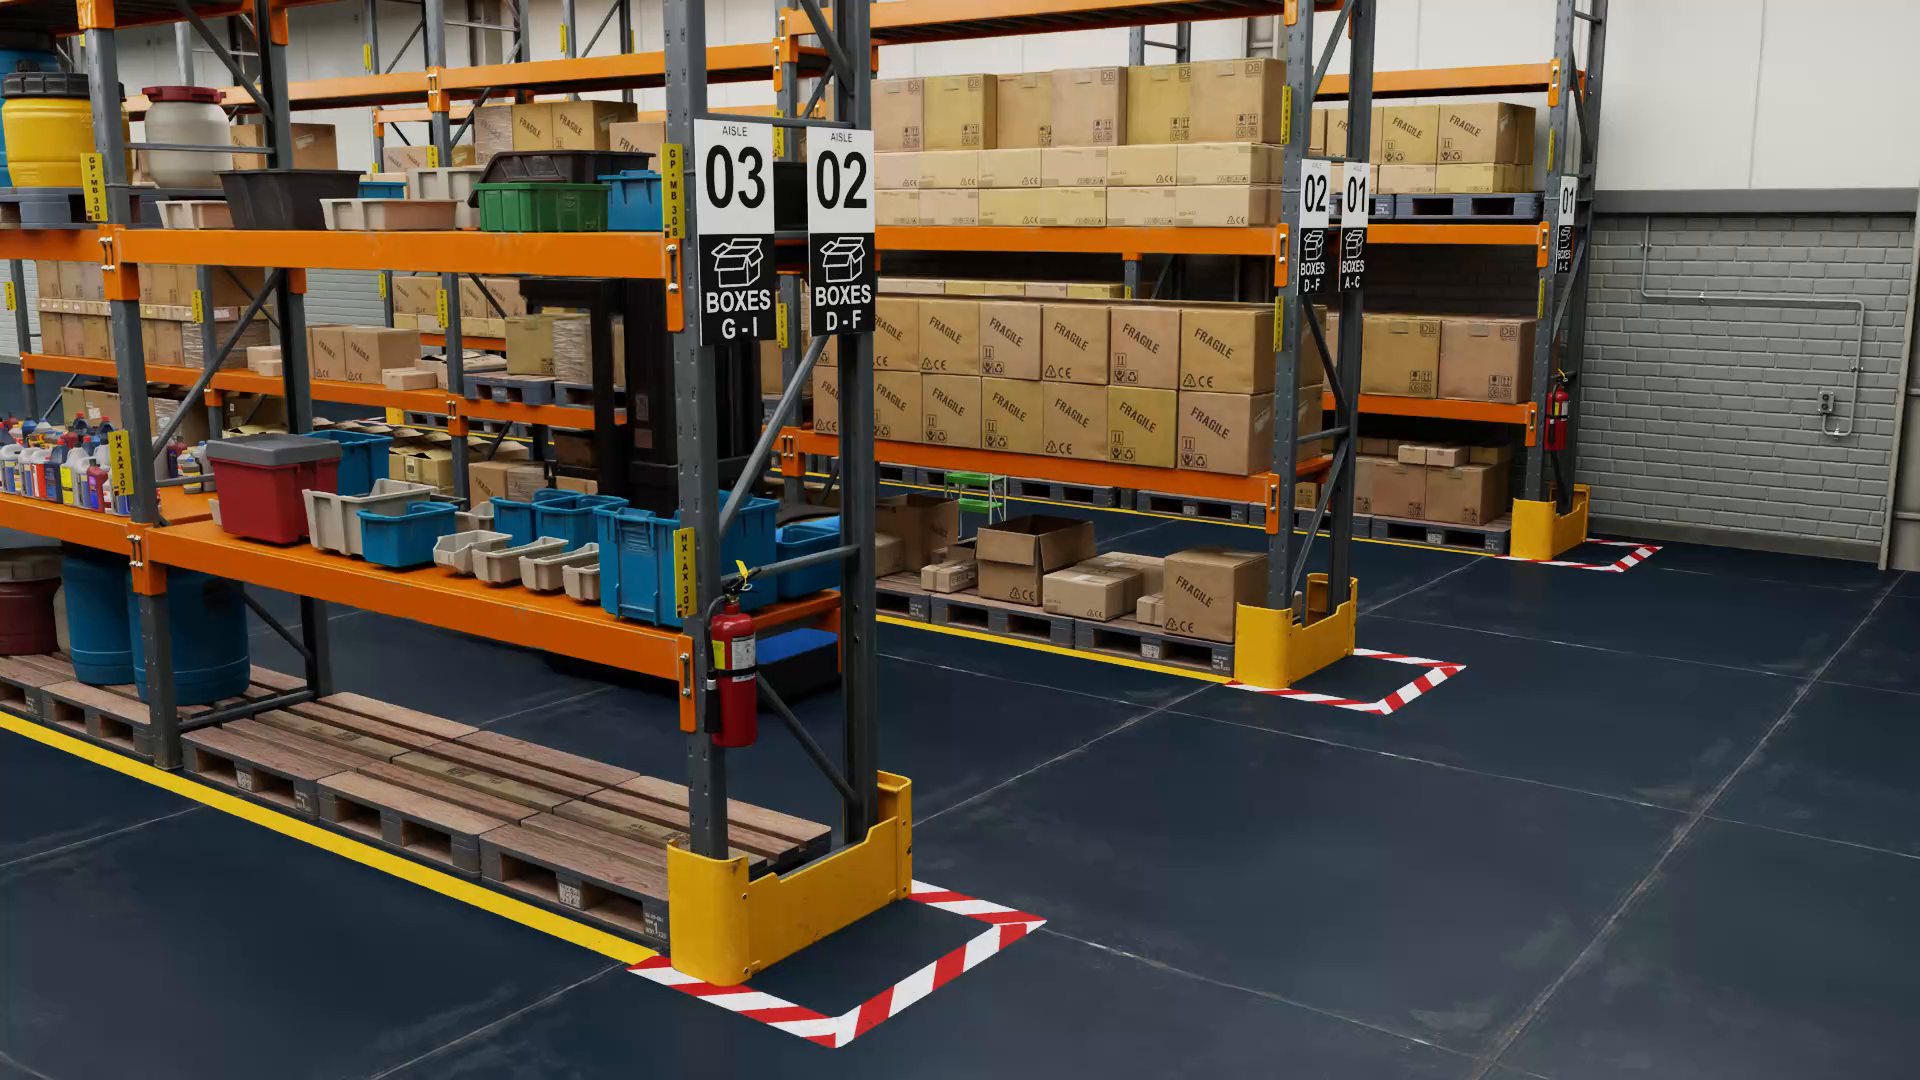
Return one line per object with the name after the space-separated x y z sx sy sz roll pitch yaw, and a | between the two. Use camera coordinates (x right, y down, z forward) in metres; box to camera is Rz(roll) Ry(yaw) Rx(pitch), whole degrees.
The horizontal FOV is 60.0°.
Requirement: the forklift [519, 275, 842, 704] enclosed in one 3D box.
-2.068 -0.652 10.681 3.031 2.935 1.130 8 13 35 | forklift

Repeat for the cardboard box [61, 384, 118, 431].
-9.949 -1.518 19.136 0.500 0.500 0.500 8 13 36 | cardboard box

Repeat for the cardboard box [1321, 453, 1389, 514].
3.739 -0.558 15.494 0.500 0.500 0.700 7 13 34 | cardboard box

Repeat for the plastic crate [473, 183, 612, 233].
-1.657 -1.323 6.629 0.336 0.188 0.450 8 13 36 | plastic crate

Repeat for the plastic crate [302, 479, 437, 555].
-2.795 -0.108 7.844 0.530 0.282 0.437 8 13 36 | plastic crate

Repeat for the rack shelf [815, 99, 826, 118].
0.335 -4.474 17.410 4.000 0.370 1.077 8 13 36 | rack shelf

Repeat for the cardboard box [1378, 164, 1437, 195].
4.003 -3.158 14.584 0.500 0.250 0.500 7 13 33 | cardboard box

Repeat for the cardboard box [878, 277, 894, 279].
-1.040 -2.782 18.440 0.500 0.250 0.500 8 14 37 | cardboard box

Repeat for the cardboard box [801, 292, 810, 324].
-1.662 -2.619 19.250 0.500 0.500 0.700 6 13 29 | cardboard box

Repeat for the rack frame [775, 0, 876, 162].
-0.982 -4.040 12.219 0.127 3.000 1.000 8 13 36 | rack frame

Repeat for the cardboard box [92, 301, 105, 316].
-9.426 -2.589 18.546 0.250 0.149 0.380 8 13 35 | cardboard box

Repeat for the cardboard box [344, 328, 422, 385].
-5.568 -1.779 16.066 0.500 0.500 0.500 7 13 33 | cardboard box

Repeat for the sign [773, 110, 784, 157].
-1.308 -2.929 11.976 0.005 0.325 0.100 8 13 36 | sign

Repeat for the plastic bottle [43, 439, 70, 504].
-5.001 -0.386 9.259 0.185 0.351 0.144 8 13 36 | plastic bottle

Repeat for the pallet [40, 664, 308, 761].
-4.514 0.939 9.618 1.213 0.211 1.003 8 13 36 | pallet

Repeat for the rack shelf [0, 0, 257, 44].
-5.529 -2.957 9.570 4.000 0.370 1.077 8 13 36 | rack shelf

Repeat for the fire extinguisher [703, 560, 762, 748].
-0.840 0.421 6.143 0.183 0.674 0.296 8 13 36 | fire extinguisher

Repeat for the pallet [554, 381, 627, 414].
-2.636 -1.232 14.005 1.213 0.211 1.003 8 13 36 | pallet

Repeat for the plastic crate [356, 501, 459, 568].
-2.500 -0.026 7.548 0.300 0.233 0.416 8 13 36 | plastic crate

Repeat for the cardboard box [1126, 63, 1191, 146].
1.465 -2.782 10.718 0.500 0.500 0.700 8 13 36 | cardboard box

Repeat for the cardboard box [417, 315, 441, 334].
-7.093 -2.979 22.872 0.500 0.250 0.500 7 13 34 | cardboard box

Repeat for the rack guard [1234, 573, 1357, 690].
2.181 0.574 10.746 0.348 0.500 1.175 8 13 36 | rack guard

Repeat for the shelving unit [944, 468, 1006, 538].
0.133 -0.570 14.820 0.503 1.200 0.258 8 13 36 | shelving unit

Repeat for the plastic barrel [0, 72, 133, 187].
-4.773 -2.179 8.899 0.600 0.588 0.600 0 11 0 | plastic barrel

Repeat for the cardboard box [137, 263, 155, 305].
-8.603 -2.842 18.143 0.500 0.500 0.700 8 13 36 | cardboard box

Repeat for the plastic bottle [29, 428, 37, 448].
-6.059 -0.634 10.932 0.097 0.201 0.097 0 11 0 | plastic bottle

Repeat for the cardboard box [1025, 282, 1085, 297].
1.013 -2.499 16.974 0.500 0.250 0.500 8 14 37 | cardboard box

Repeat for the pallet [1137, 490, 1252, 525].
2.514 -0.387 16.472 1.213 0.211 1.003 8 13 36 | pallet

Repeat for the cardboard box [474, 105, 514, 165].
-3.858 -3.507 14.466 0.500 0.500 0.500 8 13 36 | cardboard box

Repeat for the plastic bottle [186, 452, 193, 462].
-4.515 -0.419 9.819 0.097 0.201 0.097 0 11 0 | plastic bottle

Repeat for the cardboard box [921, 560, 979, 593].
-0.069 0.257 12.107 0.250 0.166 0.380 8 13 36 | cardboard box

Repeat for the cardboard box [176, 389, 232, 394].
-8.425 -1.431 18.687 0.500 0.500 0.500 8 13 36 | cardboard box

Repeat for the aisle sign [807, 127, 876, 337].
-0.459 -1.200 6.493 0.004 0.787 0.394 8 13 36 | aisle sign

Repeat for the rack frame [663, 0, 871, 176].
-0.693 -2.832 5.977 0.127 3.000 1.000 8 13 36 | rack frame

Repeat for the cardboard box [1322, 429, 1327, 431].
3.332 -0.980 15.968 0.250 0.149 0.380 8 14 36 | cardboard box

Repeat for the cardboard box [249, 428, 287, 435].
-6.844 -0.984 16.874 0.500 0.311 0.500 8 13 35 | cardboard box

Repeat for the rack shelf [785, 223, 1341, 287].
0.630 -1.989 11.410 4.000 0.370 1.077 8 13 36 | rack shelf

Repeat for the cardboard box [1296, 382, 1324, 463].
2.040 -0.784 10.922 0.500 0.500 0.500 8 14 37 | cardboard box

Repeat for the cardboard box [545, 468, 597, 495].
-3.182 -0.323 14.223 0.500 0.500 0.500 8 13 35 | cardboard box

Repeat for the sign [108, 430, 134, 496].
-4.244 -0.388 8.411 0.005 0.325 0.100 8 13 36 | sign

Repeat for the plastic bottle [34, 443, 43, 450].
-5.364 -0.428 9.685 0.097 0.271 0.097 0 11 0 | plastic bottle

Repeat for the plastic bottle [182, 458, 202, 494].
-4.418 -0.369 9.564 0.097 0.201 0.097 0 11 0 | plastic bottle

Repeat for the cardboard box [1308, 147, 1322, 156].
1.982 -2.387 10.651 0.500 0.250 0.500 8 13 36 | cardboard box

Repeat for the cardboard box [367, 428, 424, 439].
-5.707 -0.953 16.714 0.500 0.311 0.500 8 13 35 | cardboard box

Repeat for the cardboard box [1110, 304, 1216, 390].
1.313 -1.249 10.694 0.500 0.500 0.500 8 14 37 | cardboard box

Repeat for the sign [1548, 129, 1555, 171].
4.839 -3.190 13.604 0.005 0.325 0.100 8 13 36 | sign

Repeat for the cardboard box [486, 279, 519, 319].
-5.870 -3.176 21.918 0.500 0.500 0.500 7 13 34 | cardboard box

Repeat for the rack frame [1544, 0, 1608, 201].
5.171 -4.349 13.817 0.127 3.000 1.000 8 13 36 | rack frame

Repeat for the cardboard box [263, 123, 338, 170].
-6.484 -3.831 16.354 0.500 0.500 0.500 10 15 41 | cardboard box

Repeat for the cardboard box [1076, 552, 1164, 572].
1.166 0.272 11.806 0.500 0.250 0.500 8 13 36 | cardboard box

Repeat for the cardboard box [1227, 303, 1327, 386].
2.040 -1.275 10.827 0.500 0.500 0.500 8 14 37 | cardboard box

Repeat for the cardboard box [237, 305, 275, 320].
-7.532 -2.421 17.677 0.250 0.149 0.380 8 13 35 | cardboard box
